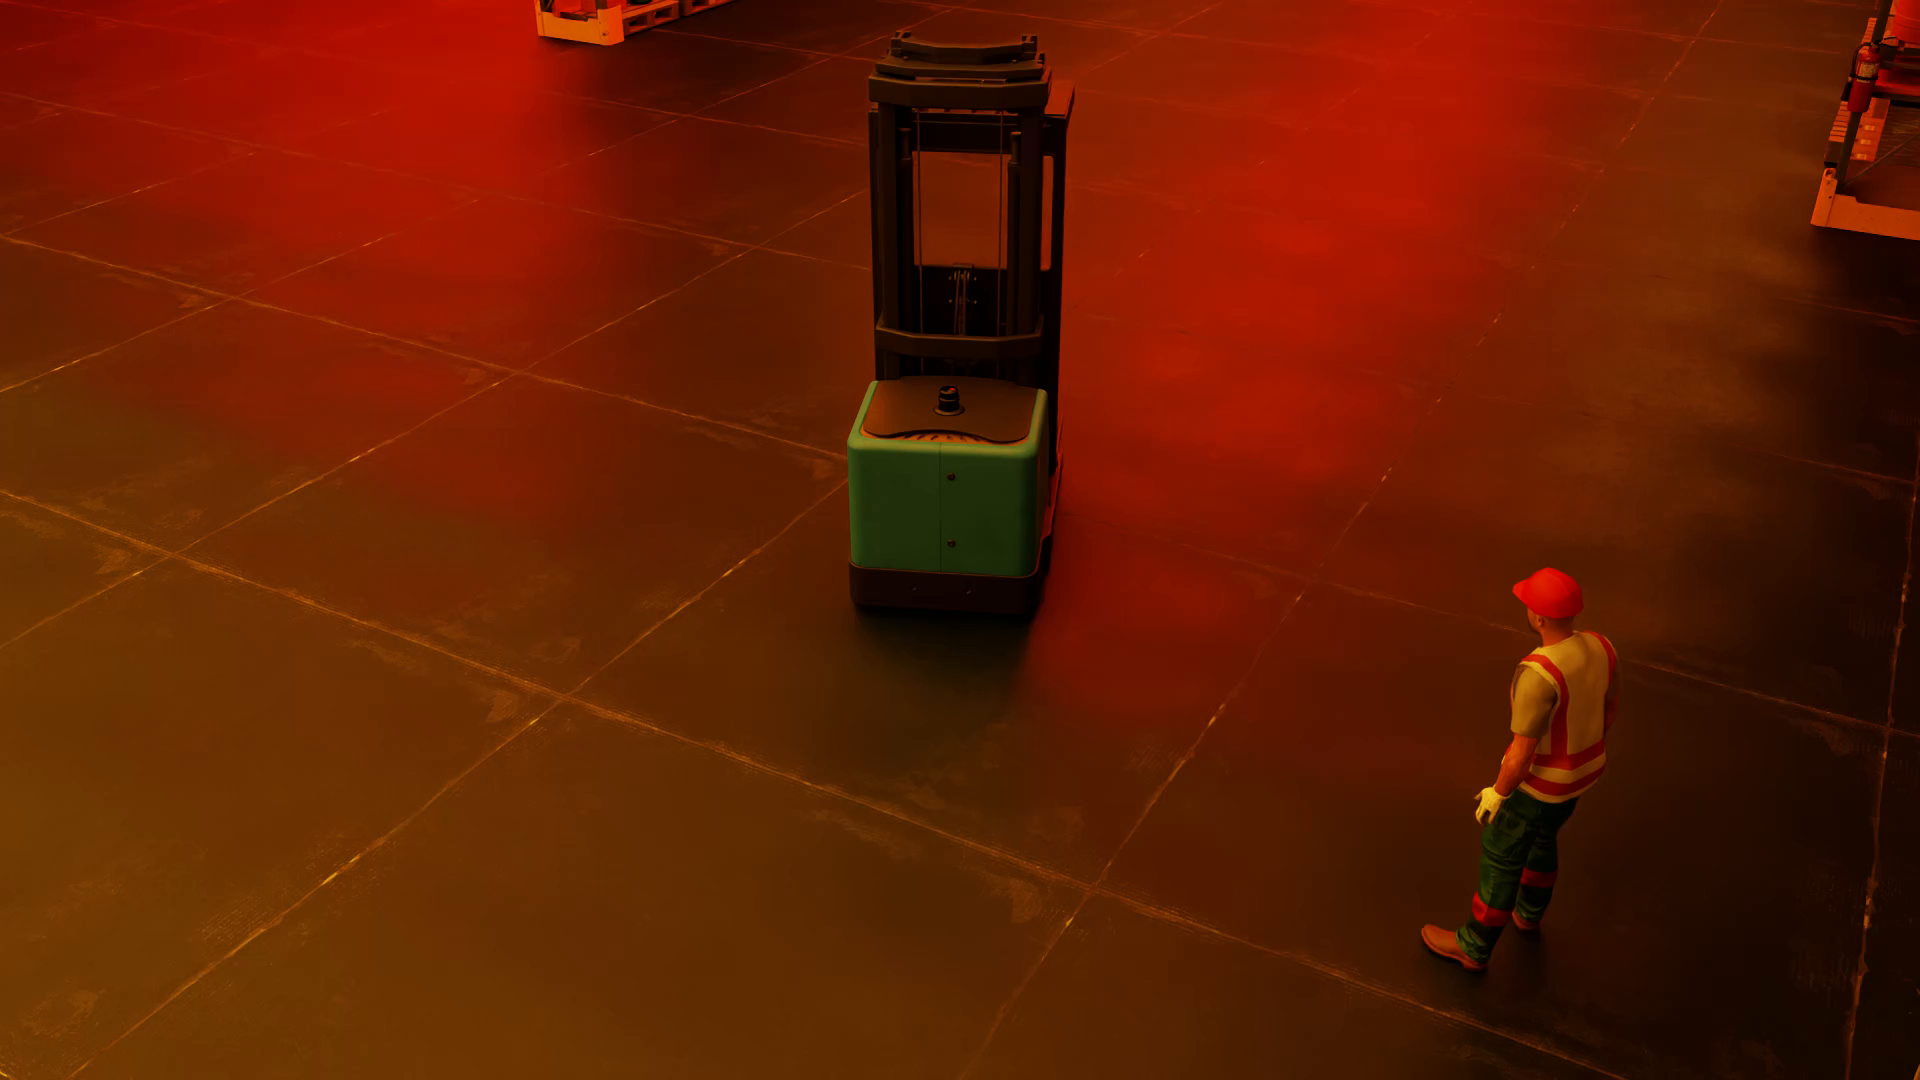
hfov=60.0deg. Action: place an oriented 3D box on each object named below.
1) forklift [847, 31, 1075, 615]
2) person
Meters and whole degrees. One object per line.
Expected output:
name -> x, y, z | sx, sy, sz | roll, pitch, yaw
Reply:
forklift -> 0.072, -1.572, 9.794 | 1.130, 2.935, 3.031 | 3, 30, 6
person -> 2.302, 0.911, 6.646 | 0.657, 1.780, 0.459 | -18, 35, -28
